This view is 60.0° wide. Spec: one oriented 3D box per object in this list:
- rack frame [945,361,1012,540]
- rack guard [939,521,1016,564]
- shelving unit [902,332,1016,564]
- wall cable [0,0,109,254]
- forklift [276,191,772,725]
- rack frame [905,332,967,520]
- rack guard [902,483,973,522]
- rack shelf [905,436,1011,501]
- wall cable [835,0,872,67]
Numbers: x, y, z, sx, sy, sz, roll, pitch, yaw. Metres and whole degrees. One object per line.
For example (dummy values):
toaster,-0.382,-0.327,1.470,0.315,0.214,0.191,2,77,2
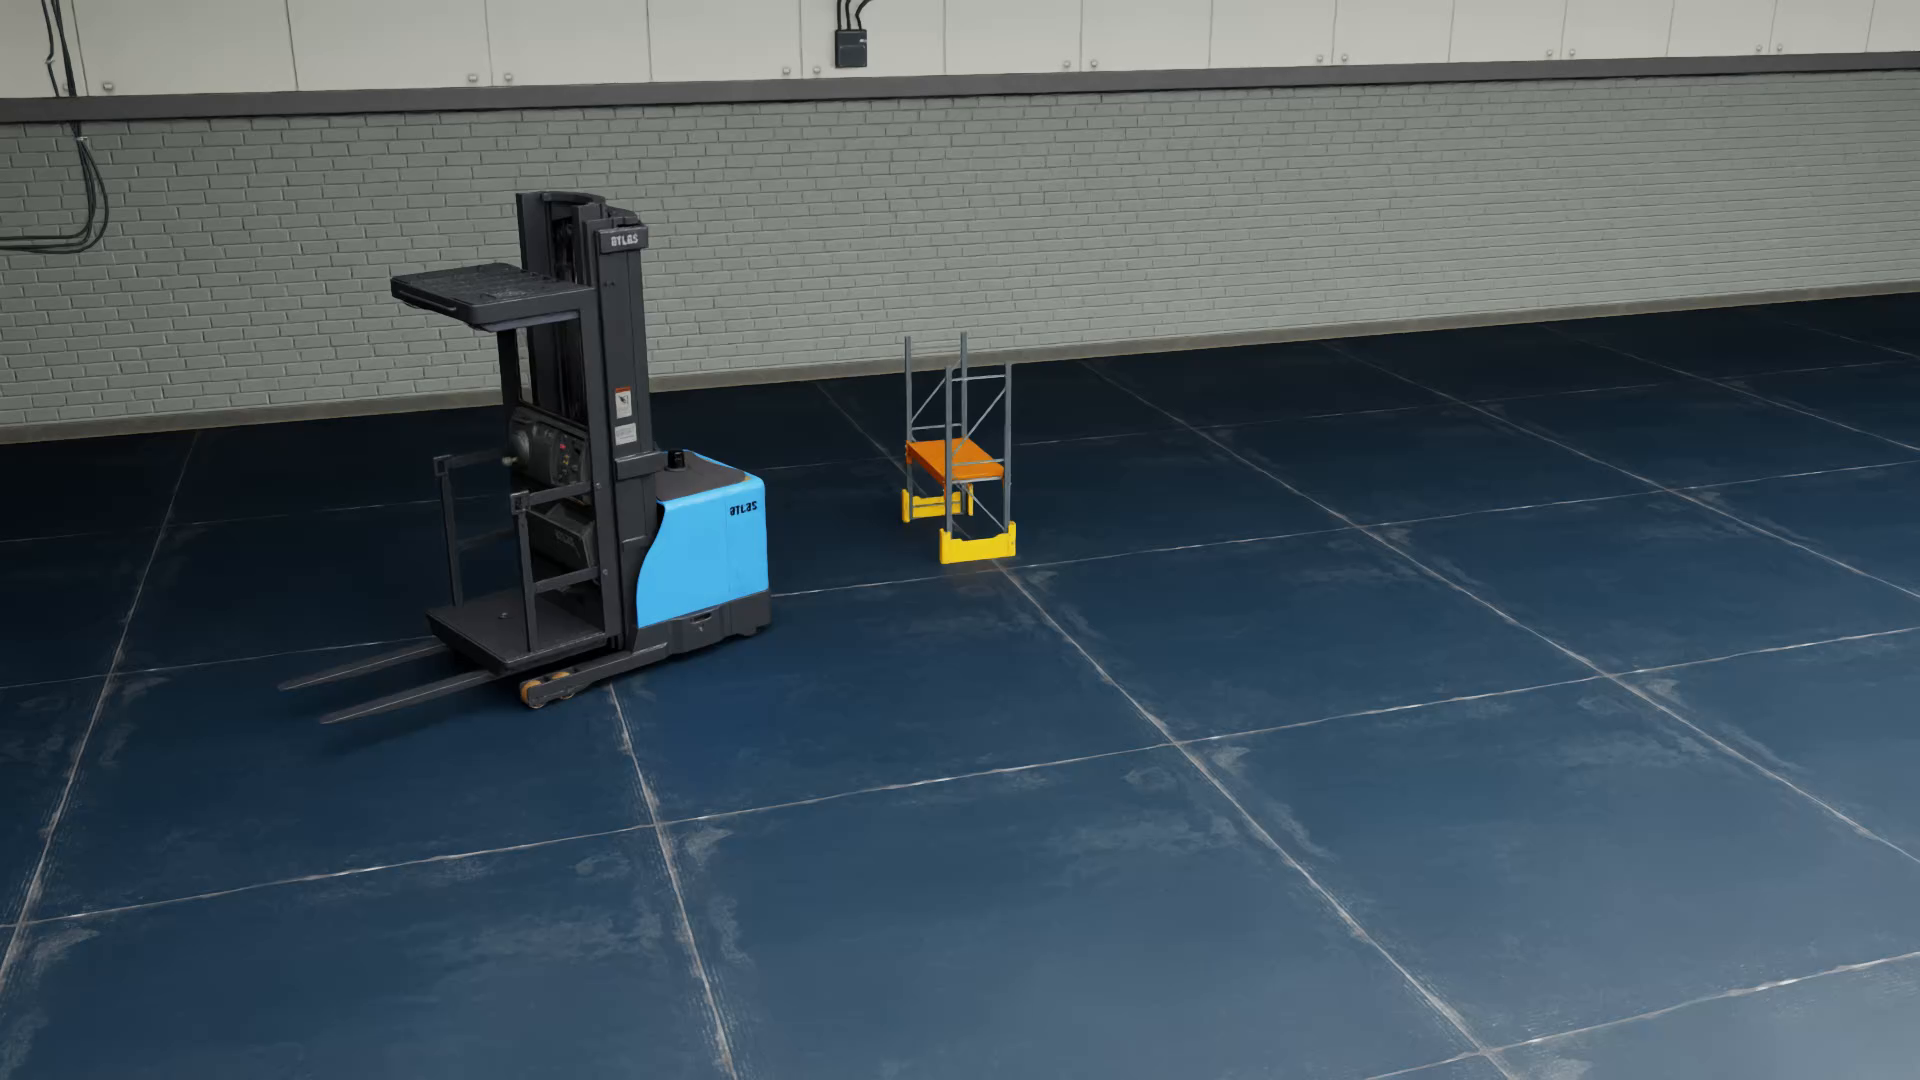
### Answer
rack frame,0.133,-0.570,12.285,0.500,1.500,0.032,-6,21,-17
rack guard,0.133,0.018,12.497,0.587,0.250,0.087,-6,21,-17
shelving unit,-0.024,-0.730,12.731,0.587,1.500,1.083,-6,21,-17
wall cable,-9.152,-3.616,14.265,3.097,2.526,0.112,-6,21,-17
forklift,-2.698,-0.558,10.135,3.031,2.935,1.130,-17,26,-39
rack frame,-0.187,-0.896,13.193,0.500,1.500,0.032,-6,21,-17
rack guard,-0.180,-0.302,13.387,0.587,0.250,0.087,-6,21,-17
rack shelf,-0.027,-0.564,12.800,0.538,0.185,1.000,-6,21,-17
wall cable,-0.134,-7.681,15.959,2.305,6.003,0.169,-6,21,-17
